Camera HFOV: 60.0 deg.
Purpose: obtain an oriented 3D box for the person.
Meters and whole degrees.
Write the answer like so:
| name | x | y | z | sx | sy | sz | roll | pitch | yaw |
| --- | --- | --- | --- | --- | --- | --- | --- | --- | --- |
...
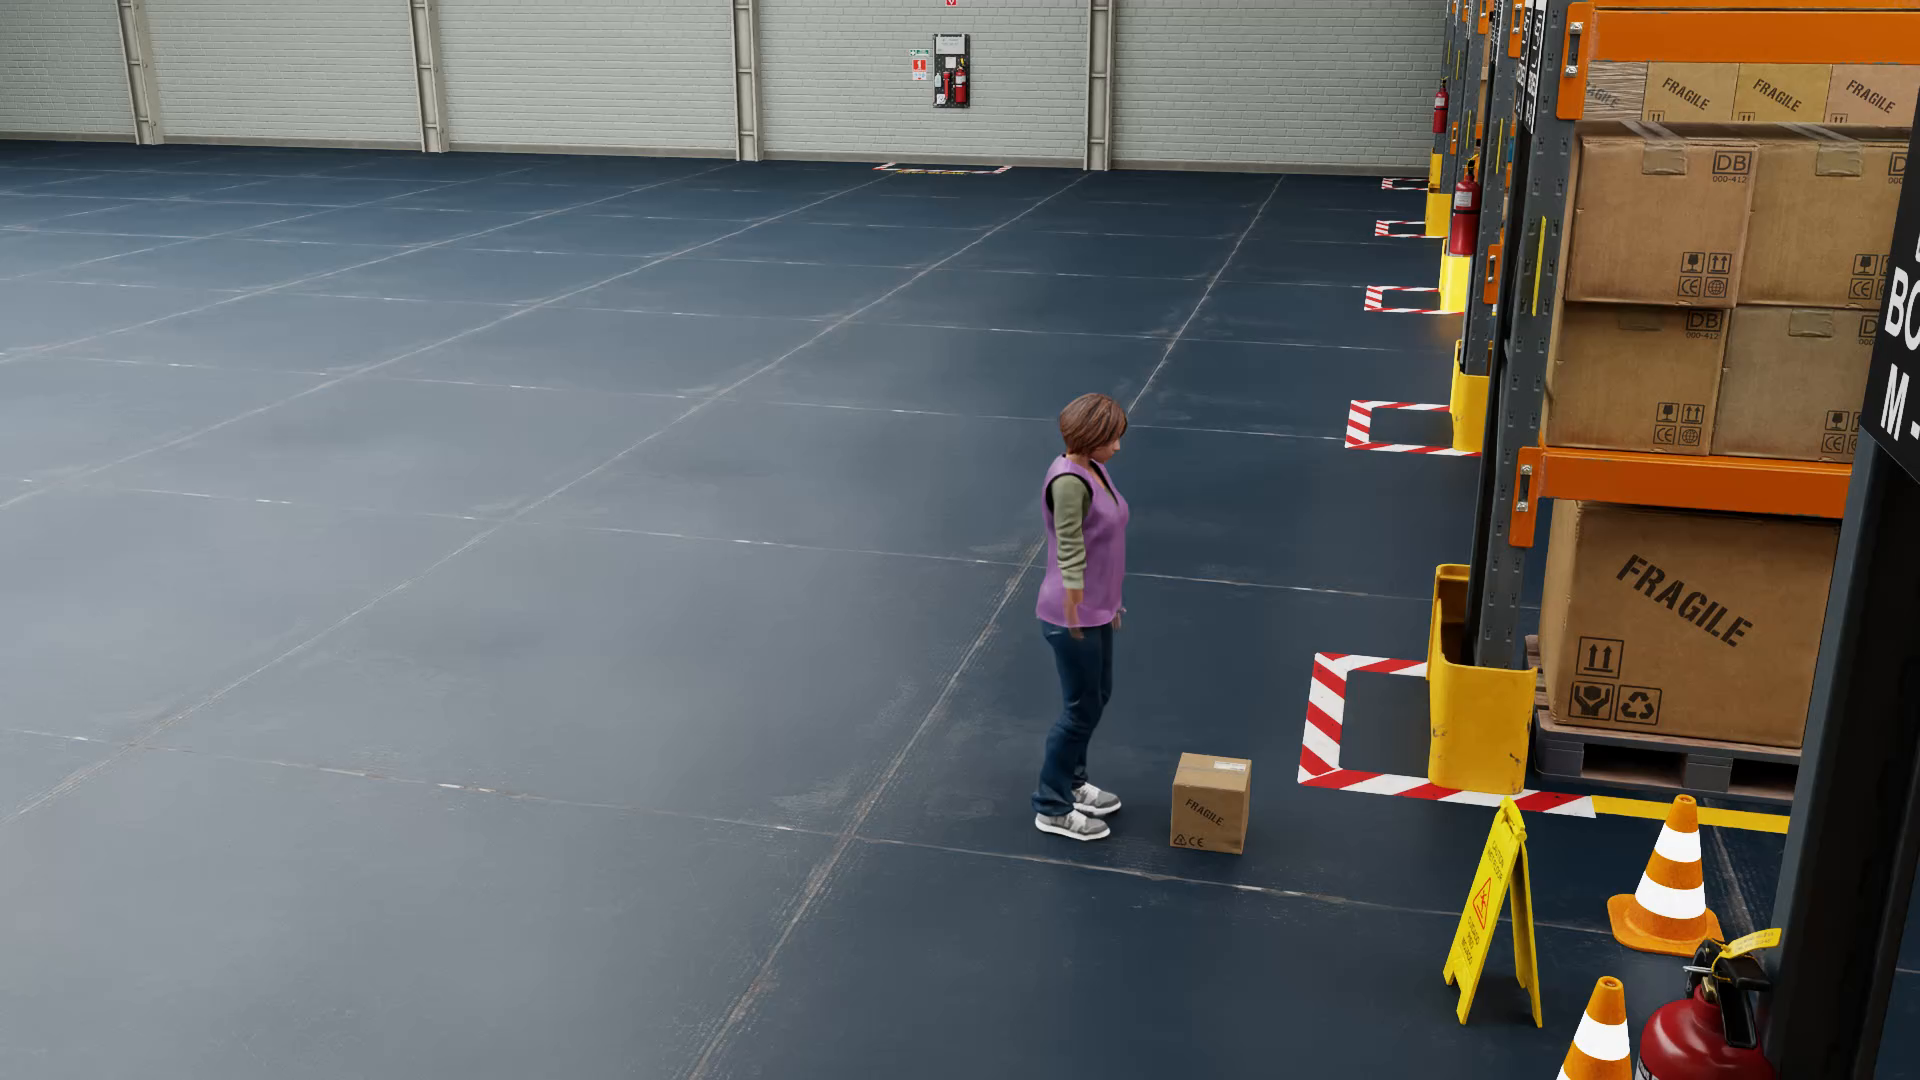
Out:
| name | x | y | z | sx | sy | sz | roll | pitch | yaw |
| --- | --- | --- | --- | --- | --- | --- | --- | --- | --- |
| person | 0.424 | 0.264 | 5.826 | 0.299 | 1.580 | 0.408 | 5 | 19 | 15 |
